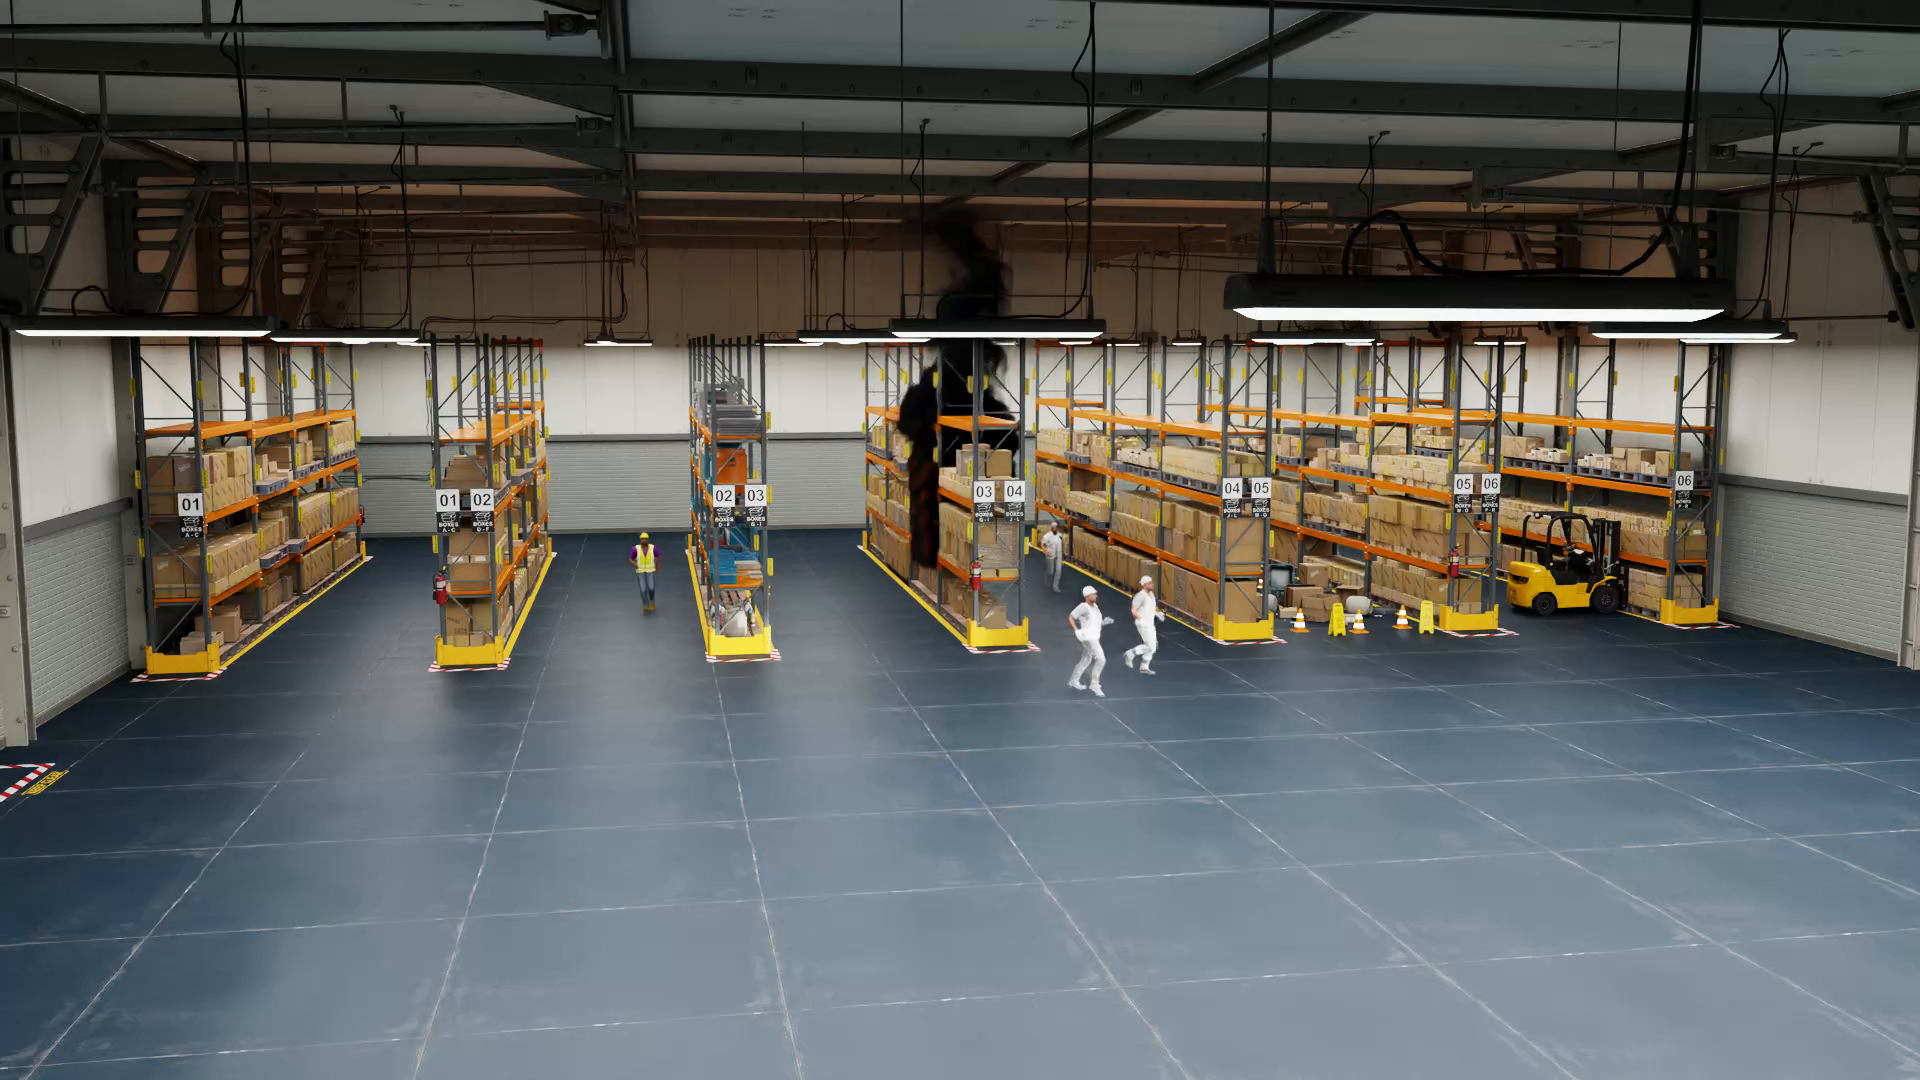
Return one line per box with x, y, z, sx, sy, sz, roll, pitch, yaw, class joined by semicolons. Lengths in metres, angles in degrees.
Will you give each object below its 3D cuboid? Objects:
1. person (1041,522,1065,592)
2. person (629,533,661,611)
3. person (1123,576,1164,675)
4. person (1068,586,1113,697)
2.216;0.394;39.564;0.612;1.645;0.672;-2;7;-16;person
-6.861;0.708;36.218;0.694;1.738;0.621;-1;7;-11;person
3.262;1.497;29.422;0.644;1.752;0.649;4;8;30;person
2.158;1.679;27.611;0.775;1.840;0.664;2;7;19;person
